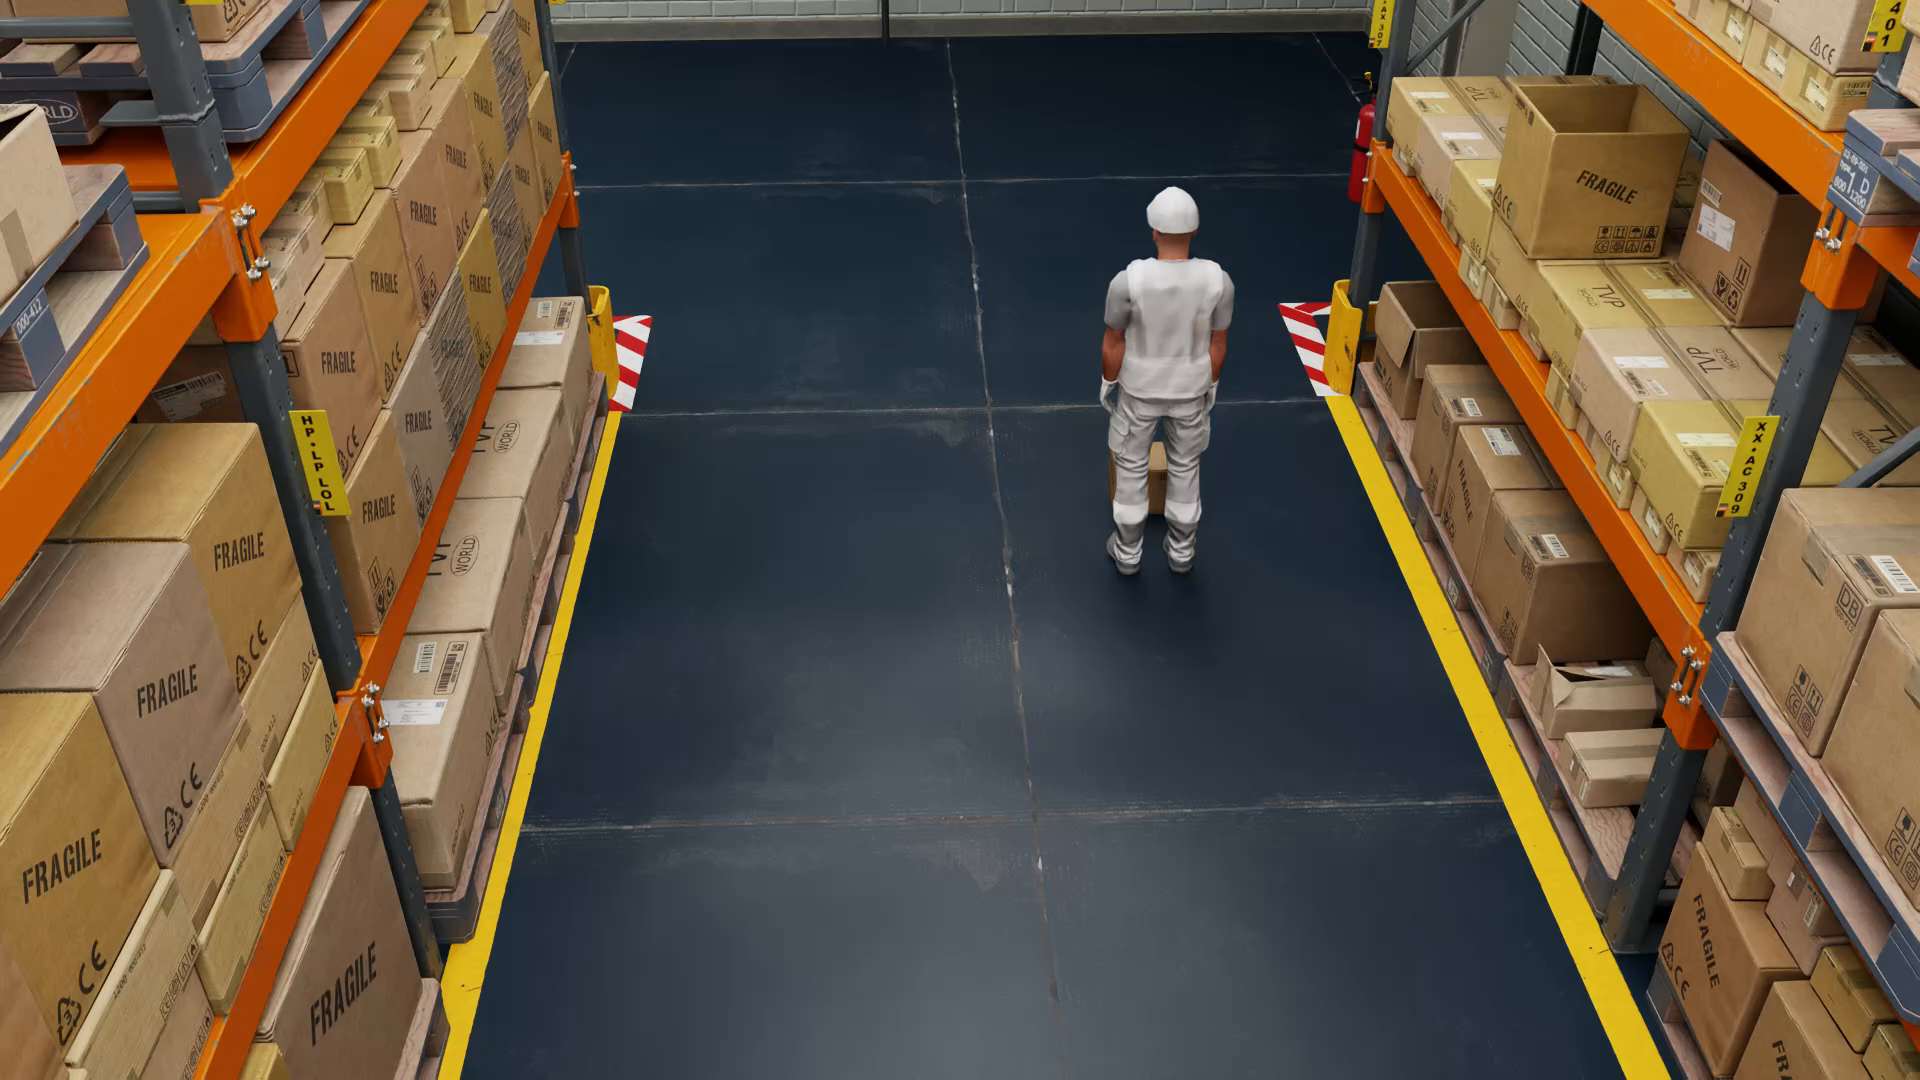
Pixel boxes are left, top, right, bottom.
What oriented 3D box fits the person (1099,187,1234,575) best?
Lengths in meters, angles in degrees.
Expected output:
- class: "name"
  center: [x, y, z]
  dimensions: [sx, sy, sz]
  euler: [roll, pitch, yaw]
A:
- class: "person"
  center: [0.852, -0.645, 7.055]
  dimensions: [0.527, 1.781, 0.344]
  euler: [-1, 35, -1]
